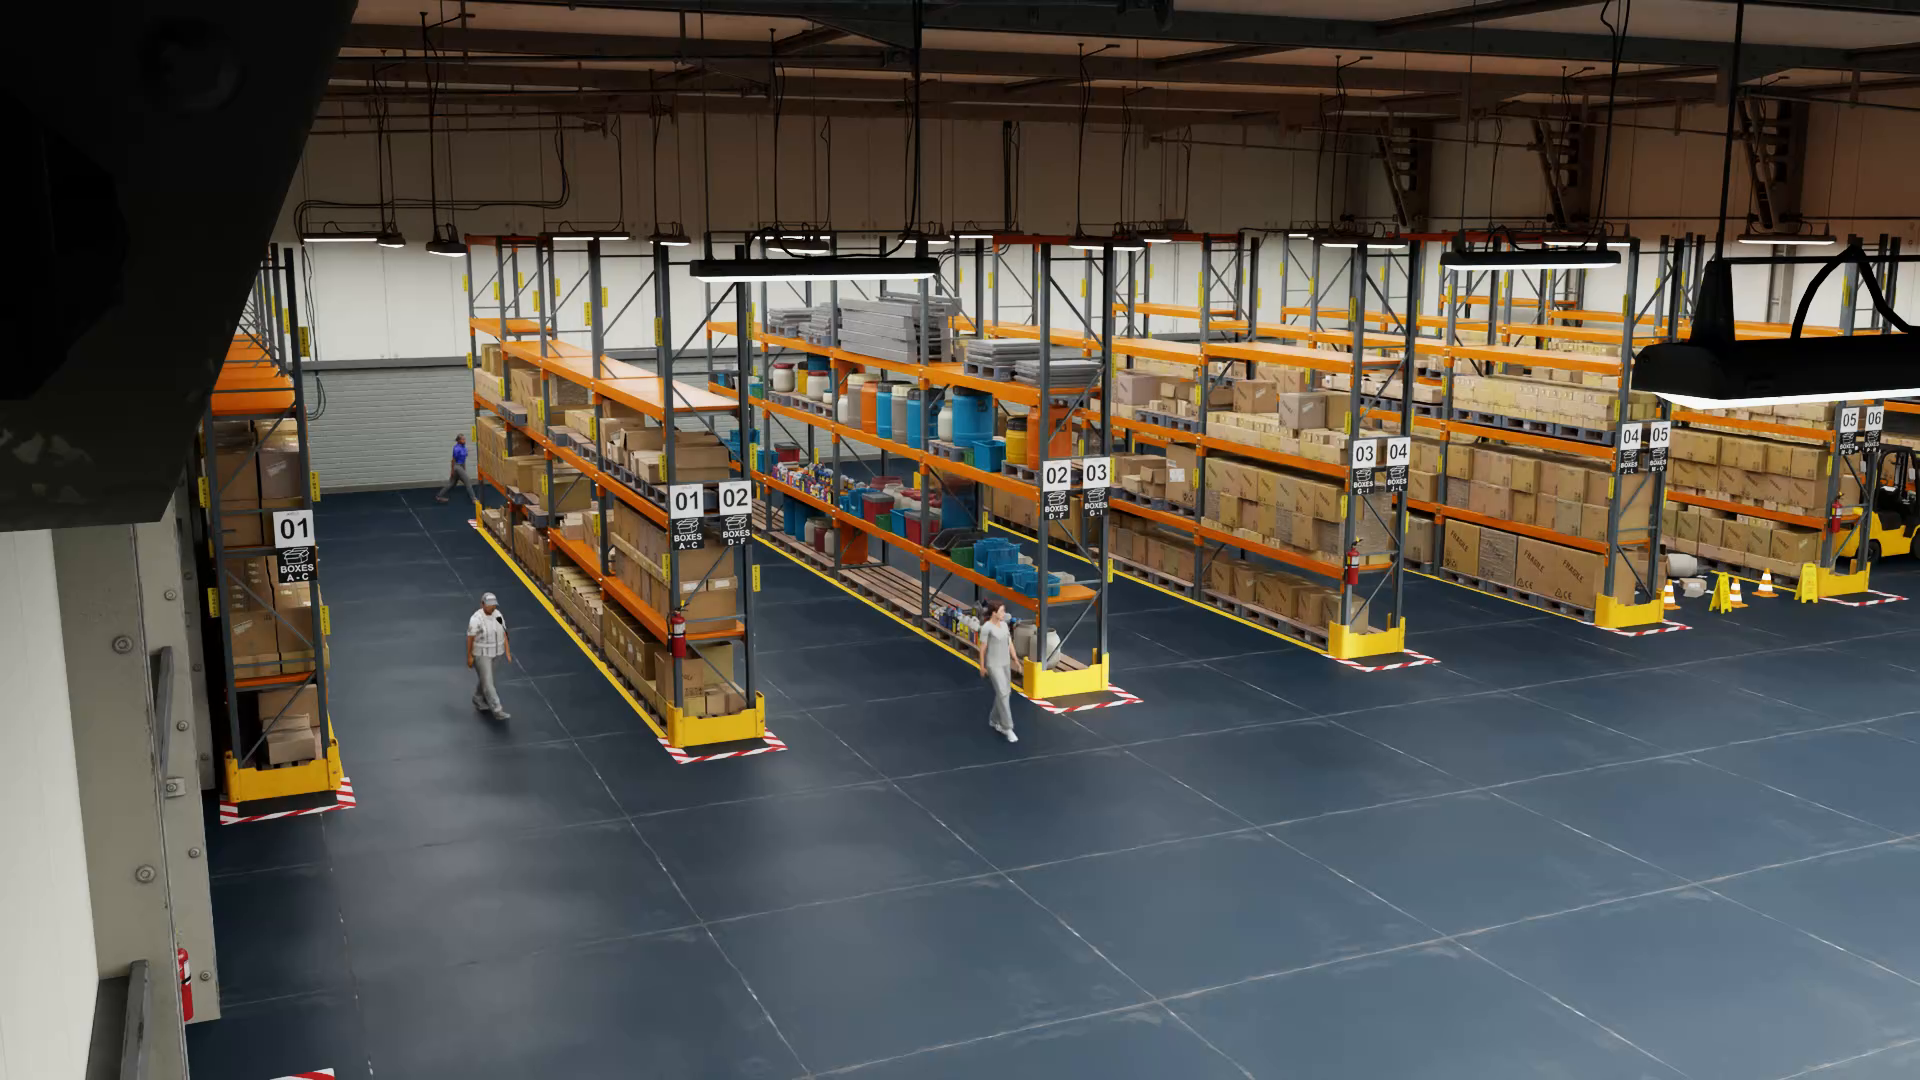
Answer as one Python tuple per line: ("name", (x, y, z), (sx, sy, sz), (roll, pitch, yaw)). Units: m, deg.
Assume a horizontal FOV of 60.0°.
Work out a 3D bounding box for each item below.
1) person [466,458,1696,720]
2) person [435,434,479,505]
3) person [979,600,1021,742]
("person", (3.754, 0.349, 26.166), (11.570, 1.915, 19.769), (7, 13, 33))
("person", (-11.209, -1.584, 37.136), (1.085, 1.576, 0.435), (-1, 11, -7))
("person", (0.557, 1.595, 20.578), (0.690, 1.687, 0.462), (10, 15, 43))
